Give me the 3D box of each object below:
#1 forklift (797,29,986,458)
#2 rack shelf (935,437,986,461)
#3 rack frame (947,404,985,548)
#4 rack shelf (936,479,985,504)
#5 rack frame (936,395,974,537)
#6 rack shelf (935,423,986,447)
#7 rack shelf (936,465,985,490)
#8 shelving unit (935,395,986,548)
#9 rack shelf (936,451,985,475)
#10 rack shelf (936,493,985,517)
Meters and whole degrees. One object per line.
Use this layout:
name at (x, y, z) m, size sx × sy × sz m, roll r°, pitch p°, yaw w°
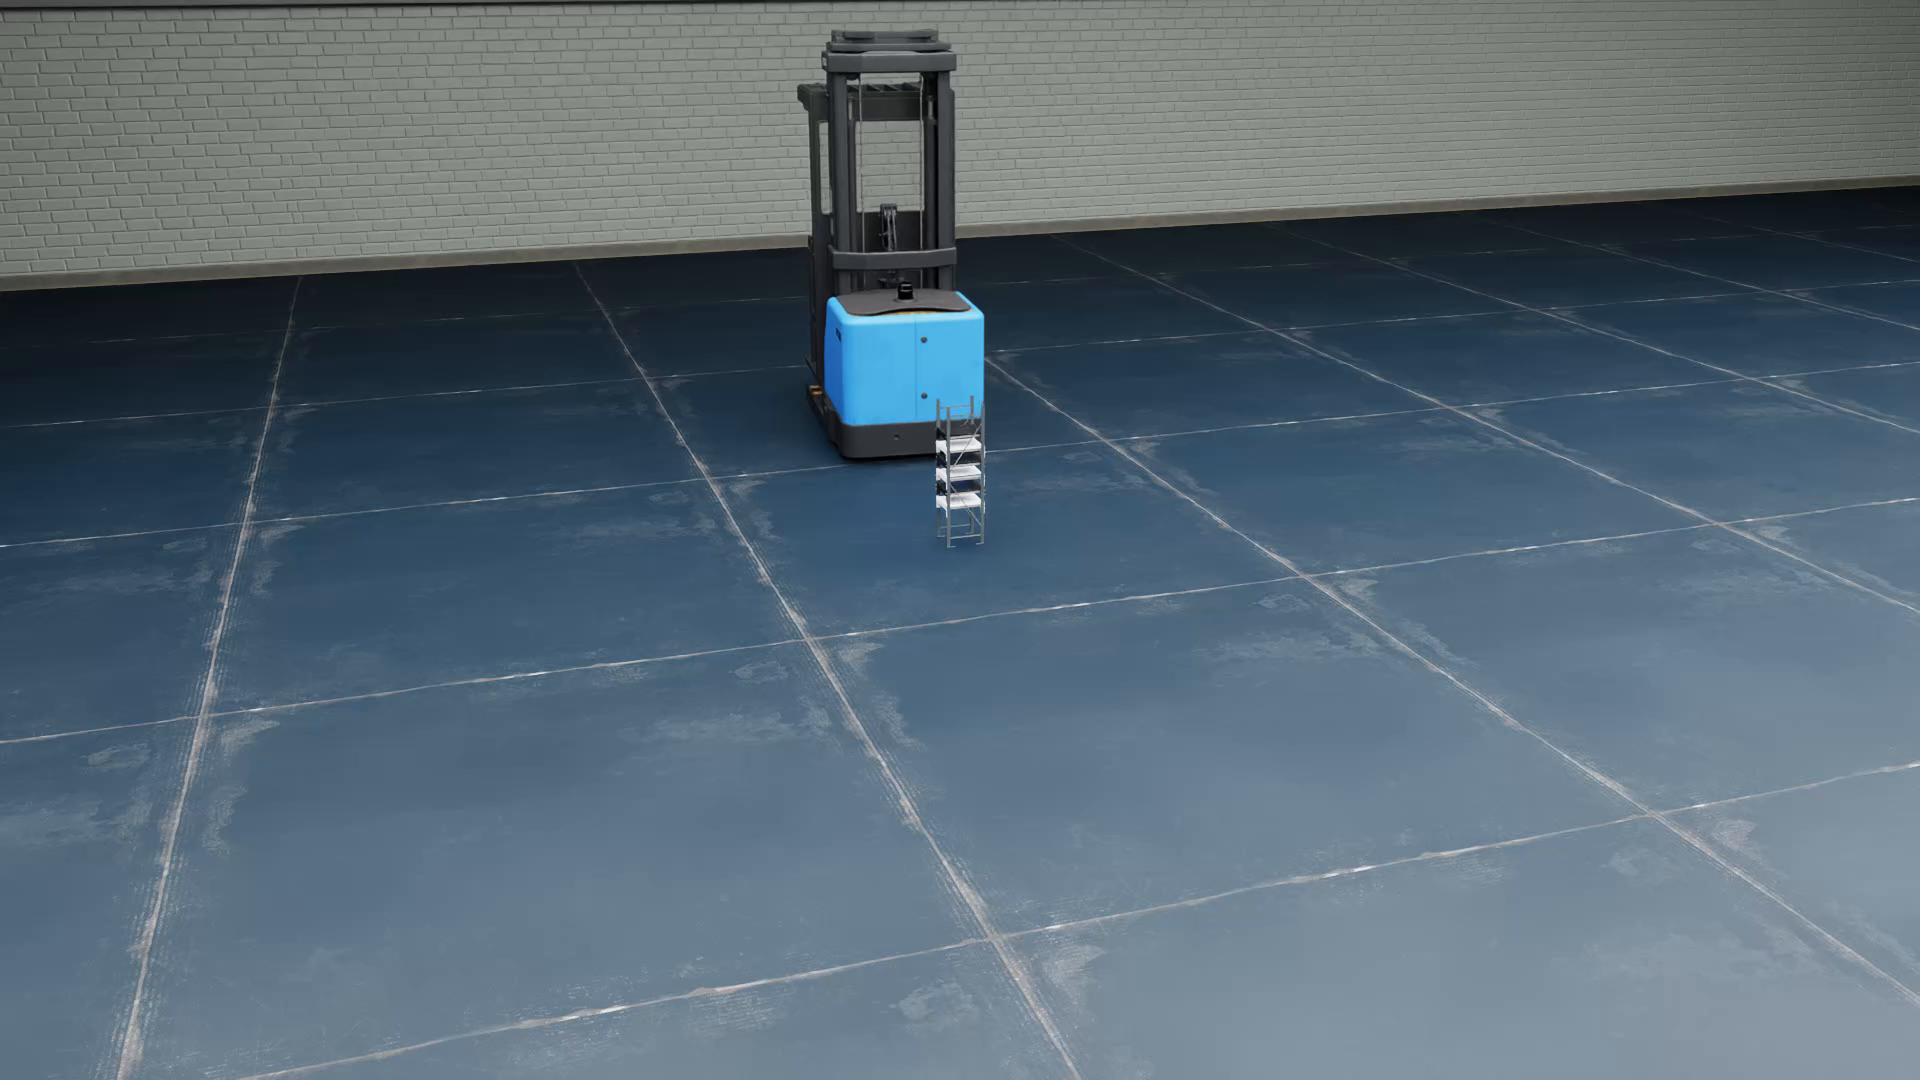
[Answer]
forklift at (-0.630, -2.425, 12.831) m, size 1.130 × 2.935 × 3.031 m, roll -4°, pitch 20°, yaw -12°
rack shelf at (0.003, -0.559, 10.208) m, size 0.258 × 0.077 × 0.200 m, roll -6°, pitch 21°, yaw -17°
rack frame at (0.034, -0.388, 10.166) m, size 0.240 × 0.900 × 0.006 m, roll -6°, pitch 21°, yaw -17°
rack shelf at (0.003, -0.305, 10.299) m, size 0.258 × 0.077 × 0.200 m, roll -6°, pitch 21°, yaw -17°
rack frame at (-0.029, -0.454, 10.348) m, size 0.240 × 0.900 × 0.006 m, roll -6°, pitch 21°, yaw -17°
rack shelf at (0.003, -0.644, 10.177) m, size 0.258 × 0.077 × 0.200 m, roll -6°, pitch 21°, yaw -17°
rack shelf at (0.003, -0.390, 10.268) m, size 0.258 × 0.077 × 0.200 m, roll -6°, pitch 21°, yaw -17°
shelving unit at (0.003, -0.421, 10.257) m, size 0.258 × 0.900 × 0.210 m, roll -6°, pitch 21°, yaw -17°
rack shelf at (0.003, -0.474, 10.238) m, size 0.258 × 0.077 × 0.200 m, roll -6°, pitch 21°, yaw -17°
rack shelf at (0.003, -0.220, 10.329) m, size 0.258 × 0.077 × 0.200 m, roll -6°, pitch 21°, yaw -17°
